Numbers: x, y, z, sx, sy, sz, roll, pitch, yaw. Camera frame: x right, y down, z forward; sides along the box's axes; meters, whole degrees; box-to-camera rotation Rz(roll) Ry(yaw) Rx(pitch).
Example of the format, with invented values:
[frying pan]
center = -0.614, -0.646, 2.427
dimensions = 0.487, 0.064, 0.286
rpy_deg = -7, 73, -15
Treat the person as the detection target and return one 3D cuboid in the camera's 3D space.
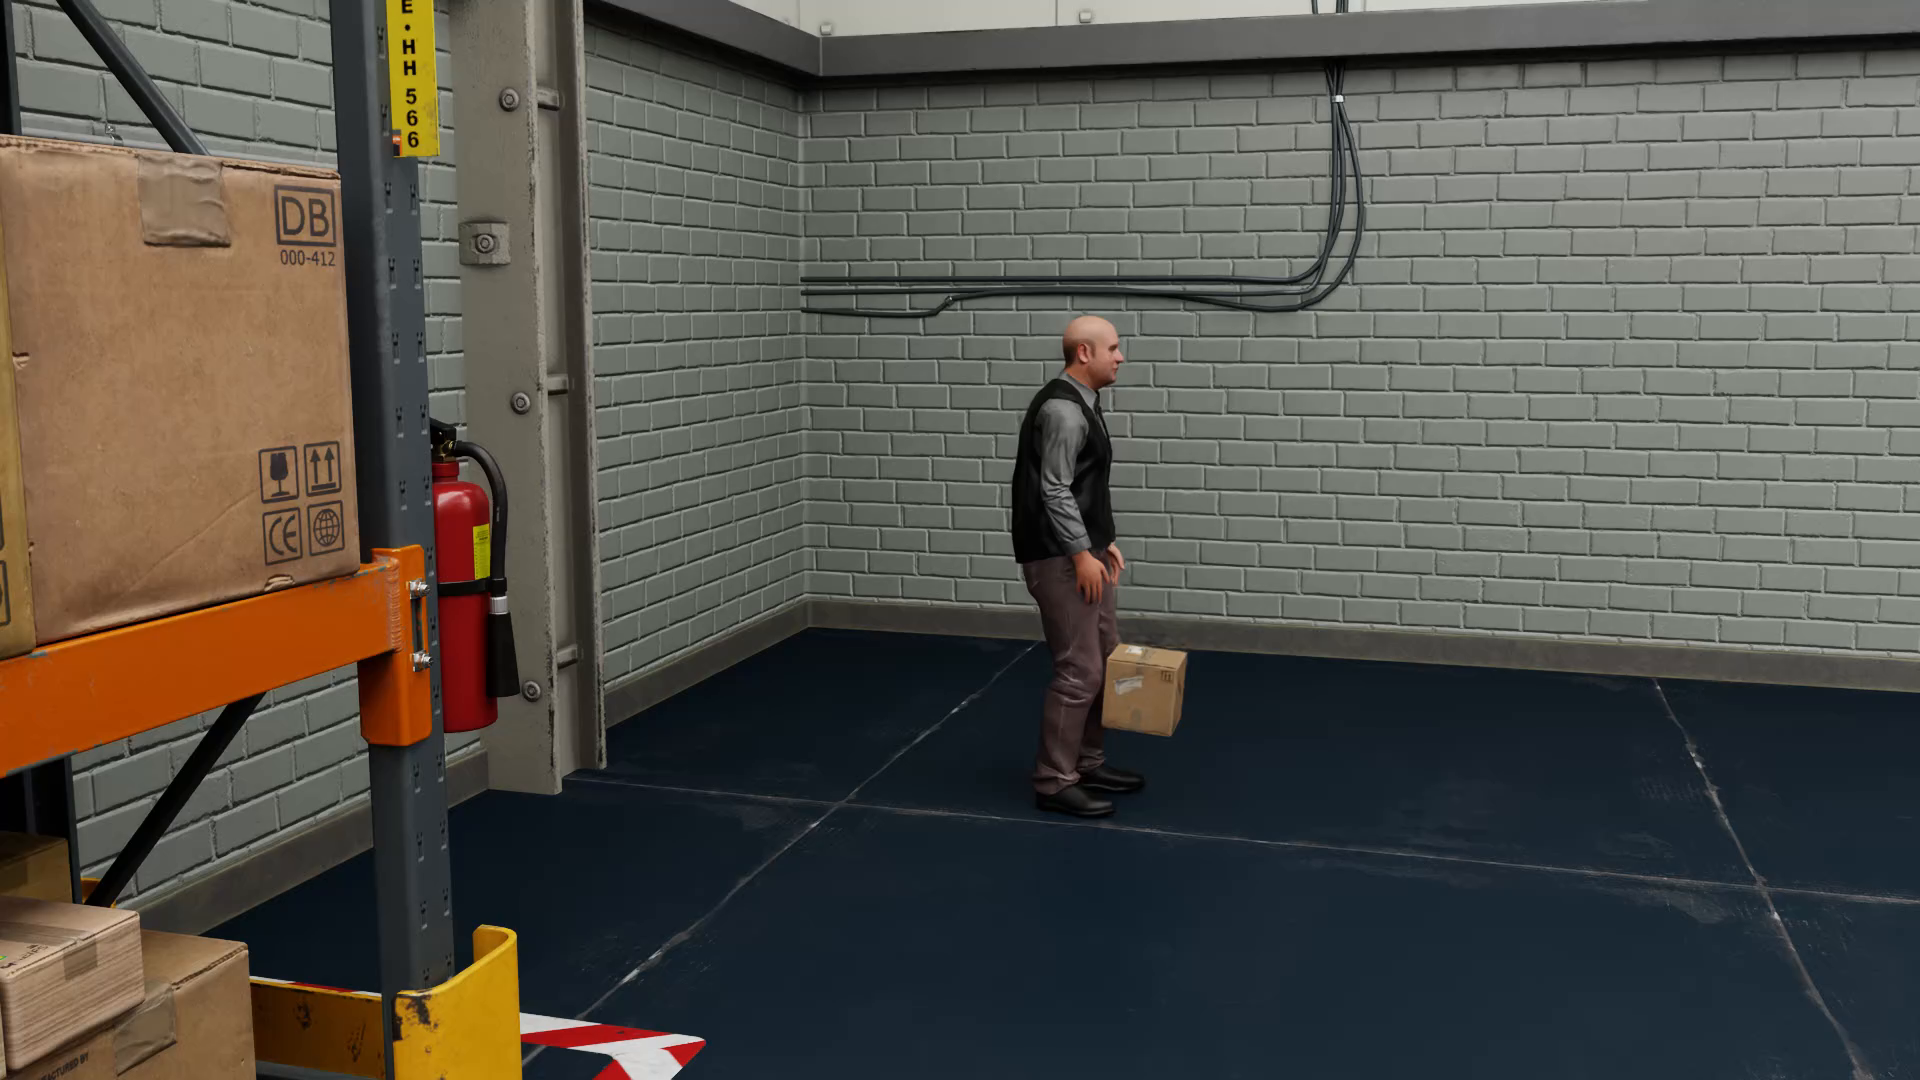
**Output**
[person]
center = 0.419, 0.072, 5.905
dimensions = 0.473, 1.724, 0.563
rpy_deg = 2, 9, 14
